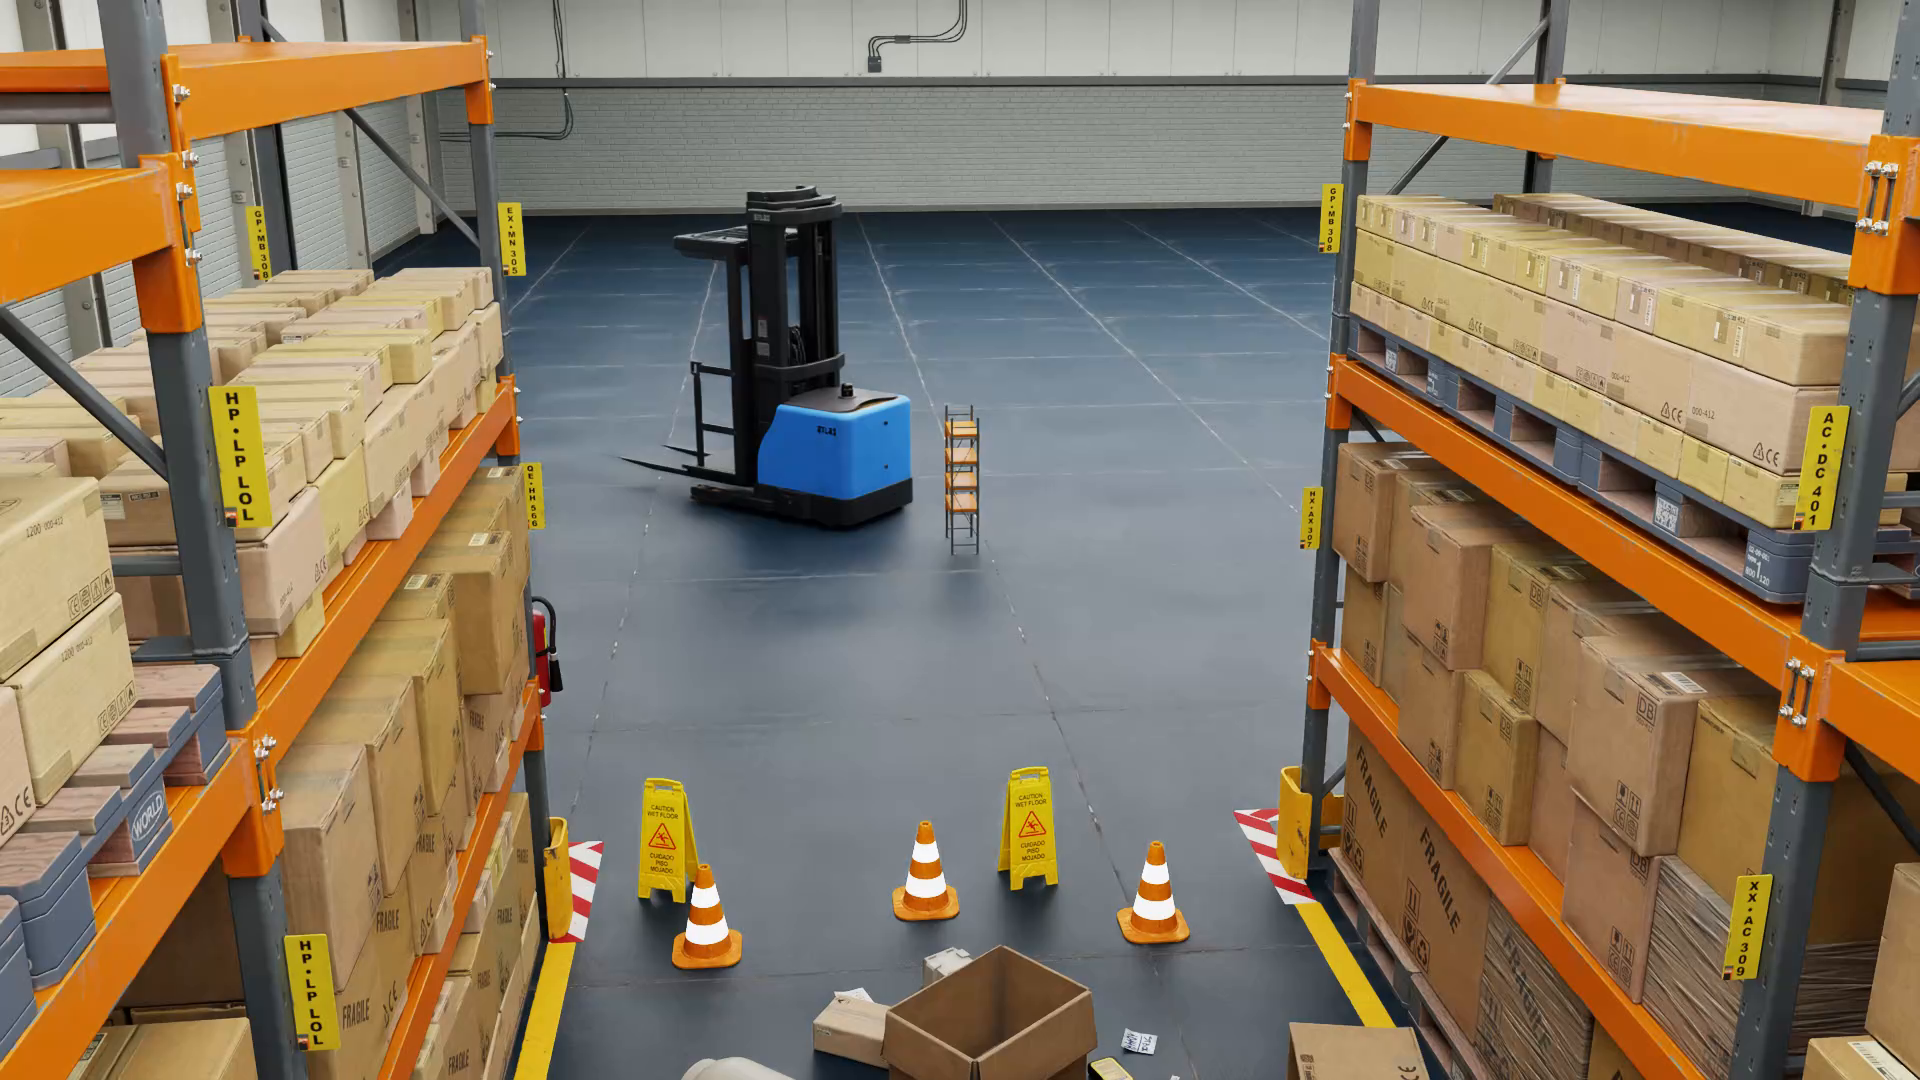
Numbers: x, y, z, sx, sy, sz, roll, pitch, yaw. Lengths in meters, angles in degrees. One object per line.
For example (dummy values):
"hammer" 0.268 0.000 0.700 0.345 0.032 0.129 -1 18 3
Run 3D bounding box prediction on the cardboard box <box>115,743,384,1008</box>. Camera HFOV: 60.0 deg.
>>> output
"cardboard box" -1.994 0.895 4.486 0.700 0.500 0.500 -2 18 -6

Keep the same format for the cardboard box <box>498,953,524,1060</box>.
"cardboard box" -2.180 2.006 7.169 0.500 0.250 0.500 -2 18 -5

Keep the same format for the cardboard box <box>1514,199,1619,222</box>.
"cardboard box" 2.733 -1.451 7.503 0.380 0.149 0.250 -2 18 -5

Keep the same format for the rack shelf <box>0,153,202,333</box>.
"rack shelf" -1.958 -0.033 1.628 1.077 0.370 4.000 -2 18 -6

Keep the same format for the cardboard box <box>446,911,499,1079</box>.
"cardboard box" -2.132 1.798 6.580 0.500 0.500 0.500 -2 18 -7

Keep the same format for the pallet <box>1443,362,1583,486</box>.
"pallet" 2.553 -0.479 6.336 1.003 0.211 1.213 -2 18 -6

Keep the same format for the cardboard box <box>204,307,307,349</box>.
"cardboard box" -2.664 -0.773 6.212 0.380 0.149 0.250 -2 18 -6

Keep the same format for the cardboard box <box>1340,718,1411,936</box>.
"cardboard box" 2.473 1.338 8.254 0.875 0.875 0.875 -2 18 -5

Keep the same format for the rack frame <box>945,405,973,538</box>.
"rack frame" -0.008 -0.596 14.572 0.240 1.200 0.015 -2 18 -6

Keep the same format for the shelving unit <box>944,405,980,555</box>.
"shelving unit" 0.017 -0.523 14.340 0.258 1.200 0.503 -2 18 -6

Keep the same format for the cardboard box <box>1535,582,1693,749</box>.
"cardboard box" 2.654 0.493 6.046 0.875 0.550 0.550 -2 18 -6

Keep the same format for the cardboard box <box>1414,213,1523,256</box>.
"cardboard box" 2.132 -1.280 6.958 0.380 0.149 0.250 -2 17 -5

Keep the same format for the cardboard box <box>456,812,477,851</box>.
"cardboard box" -2.123 1.111 6.550 0.380 0.149 0.250 -2 18 -6

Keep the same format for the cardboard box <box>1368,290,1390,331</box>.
"cardboard box" 2.080 -1.047 7.548 0.380 0.149 0.250 -2 18 -5

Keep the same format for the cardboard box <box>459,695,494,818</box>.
"cardboard box" -2.151 0.770 6.555 0.500 0.500 0.500 -2 18 -6

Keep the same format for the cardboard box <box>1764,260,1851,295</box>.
"cardboard box" 2.943 -0.846 5.577 0.380 0.149 0.250 -2 17 -5

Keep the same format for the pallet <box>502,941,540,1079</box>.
"pallet" -2.520 2.104 7.624 1.003 0.211 1.213 -2 18 -6

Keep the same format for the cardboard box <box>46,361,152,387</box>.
"cardboard box" -2.614 -0.465 5.230 0.380 0.149 0.250 -2 17 -5

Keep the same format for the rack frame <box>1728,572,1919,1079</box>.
"rack frame" 2.749 1.516 4.840 1.000 3.000 0.127 -2 18 -6

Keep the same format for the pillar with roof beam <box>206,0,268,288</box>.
"pillar with roof beam" -5.912 -7.461 23.418 9.100 9.000 0.400 -2 18 -6

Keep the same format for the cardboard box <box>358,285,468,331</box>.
"cardboard box" -2.215 -0.939 6.741 0.380 0.149 0.250 -2 18 -6

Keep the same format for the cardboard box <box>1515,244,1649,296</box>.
"cardboard box" 2.238 -0.975 5.988 0.380 0.149 0.250 -2 17 -5

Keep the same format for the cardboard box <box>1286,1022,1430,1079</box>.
"cardboard box" 1.569 2.277 6.586 0.500 0.500 0.500 1 17 4

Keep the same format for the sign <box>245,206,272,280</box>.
"sign" -3.116 -1.324 7.419 0.100 0.325 0.005 -2 18 -6

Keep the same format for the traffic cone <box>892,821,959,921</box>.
"traffic cone" -0.180 1.670 8.584 0.336 0.463 0.334 -2 18 -6

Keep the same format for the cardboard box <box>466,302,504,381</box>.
"cardboard box" -2.256 -0.850 7.122 0.500 0.250 0.500 -2 18 -6

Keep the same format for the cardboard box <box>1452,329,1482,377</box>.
"cardboard box" 2.183 -0.747 6.592 0.380 0.149 0.250 -2 18 -6

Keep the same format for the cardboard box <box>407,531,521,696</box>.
"cardboard box" -2.107 0.286 6.425 0.700 0.500 0.500 -2 18 -6

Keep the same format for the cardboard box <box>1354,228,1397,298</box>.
"cardboard box" 2.131 -1.273 7.603 0.500 0.250 0.500 -2 18 -6

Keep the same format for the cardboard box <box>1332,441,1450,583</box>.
"cardboard box" 2.337 -0.151 8.096 0.875 0.550 0.550 -2 18 -6

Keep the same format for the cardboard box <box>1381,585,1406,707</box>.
"cardboard box" 2.499 0.525 7.746 0.875 0.550 0.550 -2 18 -6

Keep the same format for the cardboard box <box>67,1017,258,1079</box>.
"cardboard box" -1.888 1.440 3.719 0.500 0.500 0.500 -2 18 -7

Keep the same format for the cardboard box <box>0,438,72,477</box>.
"cardboard box" -2.517 -0.155 4.244 0.380 0.149 0.250 -2 18 -7

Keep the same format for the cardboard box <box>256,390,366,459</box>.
"cardboard box" -1.946 -0.331 4.804 0.380 0.149 0.250 -2 18 -6

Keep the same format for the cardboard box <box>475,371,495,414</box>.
"cardboard box" -2.203 -0.633 7.097 0.380 0.149 0.250 -2 18 -5

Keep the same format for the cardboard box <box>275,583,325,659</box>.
"cardboard box" -1.921 0.208 4.419 0.380 0.149 0.250 -2 18 -6

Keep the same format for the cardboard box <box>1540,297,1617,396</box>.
"cardboard box" 2.342 -0.672 5.687 0.500 0.250 0.500 -2 18 -6

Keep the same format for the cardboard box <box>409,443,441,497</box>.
"cardboard box" -2.059 -0.250 5.877 0.380 0.149 0.250 -2 18 -6

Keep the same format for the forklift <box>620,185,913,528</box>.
"forklift" -1.945 -1.831 15.615 3.031 2.935 1.130 12 21 33

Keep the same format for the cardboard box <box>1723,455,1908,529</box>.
"cardboard box" 2.394 -0.142 4.665 0.380 0.149 0.250 -2 18 -6

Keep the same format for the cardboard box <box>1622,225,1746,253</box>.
"cardboard box" 2.840 -1.147 6.534 0.380 0.149 0.250 -2 18 -6

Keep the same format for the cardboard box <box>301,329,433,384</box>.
"cardboard box" -2.056 -0.637 5.778 0.380 0.149 0.250 -1 17 -4

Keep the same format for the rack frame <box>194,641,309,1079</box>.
"rack frame" -2.164 1.699 4.257 1.000 3.000 0.127 -2 18 -6

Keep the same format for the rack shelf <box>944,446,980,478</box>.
"rack shelf" 0.017 -0.672 14.293 0.258 0.148 0.480 -2 18 -6

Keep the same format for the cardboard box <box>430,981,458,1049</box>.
"cardboard box" -1.995 1.687 5.850 0.380 0.149 0.250 -1 17 -2

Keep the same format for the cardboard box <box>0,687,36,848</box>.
"cardboard box" -1.912 0.460 2.746 0.500 0.250 0.500 -2 17 -5

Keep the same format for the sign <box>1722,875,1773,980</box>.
"sign" 2.198 1.083 4.642 0.100 0.325 0.005 -2 18 -6

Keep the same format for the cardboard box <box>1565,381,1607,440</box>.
"cardboard box" 2.289 -0.444 5.628 0.380 0.149 0.250 -2 17 -5

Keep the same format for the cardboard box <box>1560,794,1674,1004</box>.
"cardboard box" 2.620 1.172 5.686 0.875 0.550 0.550 -2 18 -6

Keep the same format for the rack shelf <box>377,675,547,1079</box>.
"rack shelf" -2.370 1.447 6.263 1.077 0.370 4.000 -2 18 -6

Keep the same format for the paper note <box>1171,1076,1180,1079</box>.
"paper note" 0.915 2.349 7.177 0.032 0.001 0.123 8 19 23

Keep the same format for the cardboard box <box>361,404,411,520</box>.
"cardboard box" -2.038 -0.245 5.195 0.500 0.250 0.500 -2 18 -5

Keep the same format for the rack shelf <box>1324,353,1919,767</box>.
"rack shelf" 2.543 -0.168 6.396 1.077 0.370 4.000 -2 18 -6

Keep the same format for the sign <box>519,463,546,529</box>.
"sign" -2.022 -0.207 7.868 0.100 0.325 0.005 -2 18 -6

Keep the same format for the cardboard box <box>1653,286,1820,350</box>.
"cardboard box" 2.343 -0.673 5.025 0.380 0.149 0.250 -2 18 -6

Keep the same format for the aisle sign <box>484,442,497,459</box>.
"aisle sign" -2.294 -0.760 7.751 0.394 0.787 0.004 -2 18 -6

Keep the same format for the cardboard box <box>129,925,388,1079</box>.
"cardboard box" -1.932 1.370 4.642 0.500 0.500 0.500 -2 18 -6

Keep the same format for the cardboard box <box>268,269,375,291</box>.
"cardboard box" -2.743 -1.072 7.164 0.380 0.149 0.250 -2 18 -6
